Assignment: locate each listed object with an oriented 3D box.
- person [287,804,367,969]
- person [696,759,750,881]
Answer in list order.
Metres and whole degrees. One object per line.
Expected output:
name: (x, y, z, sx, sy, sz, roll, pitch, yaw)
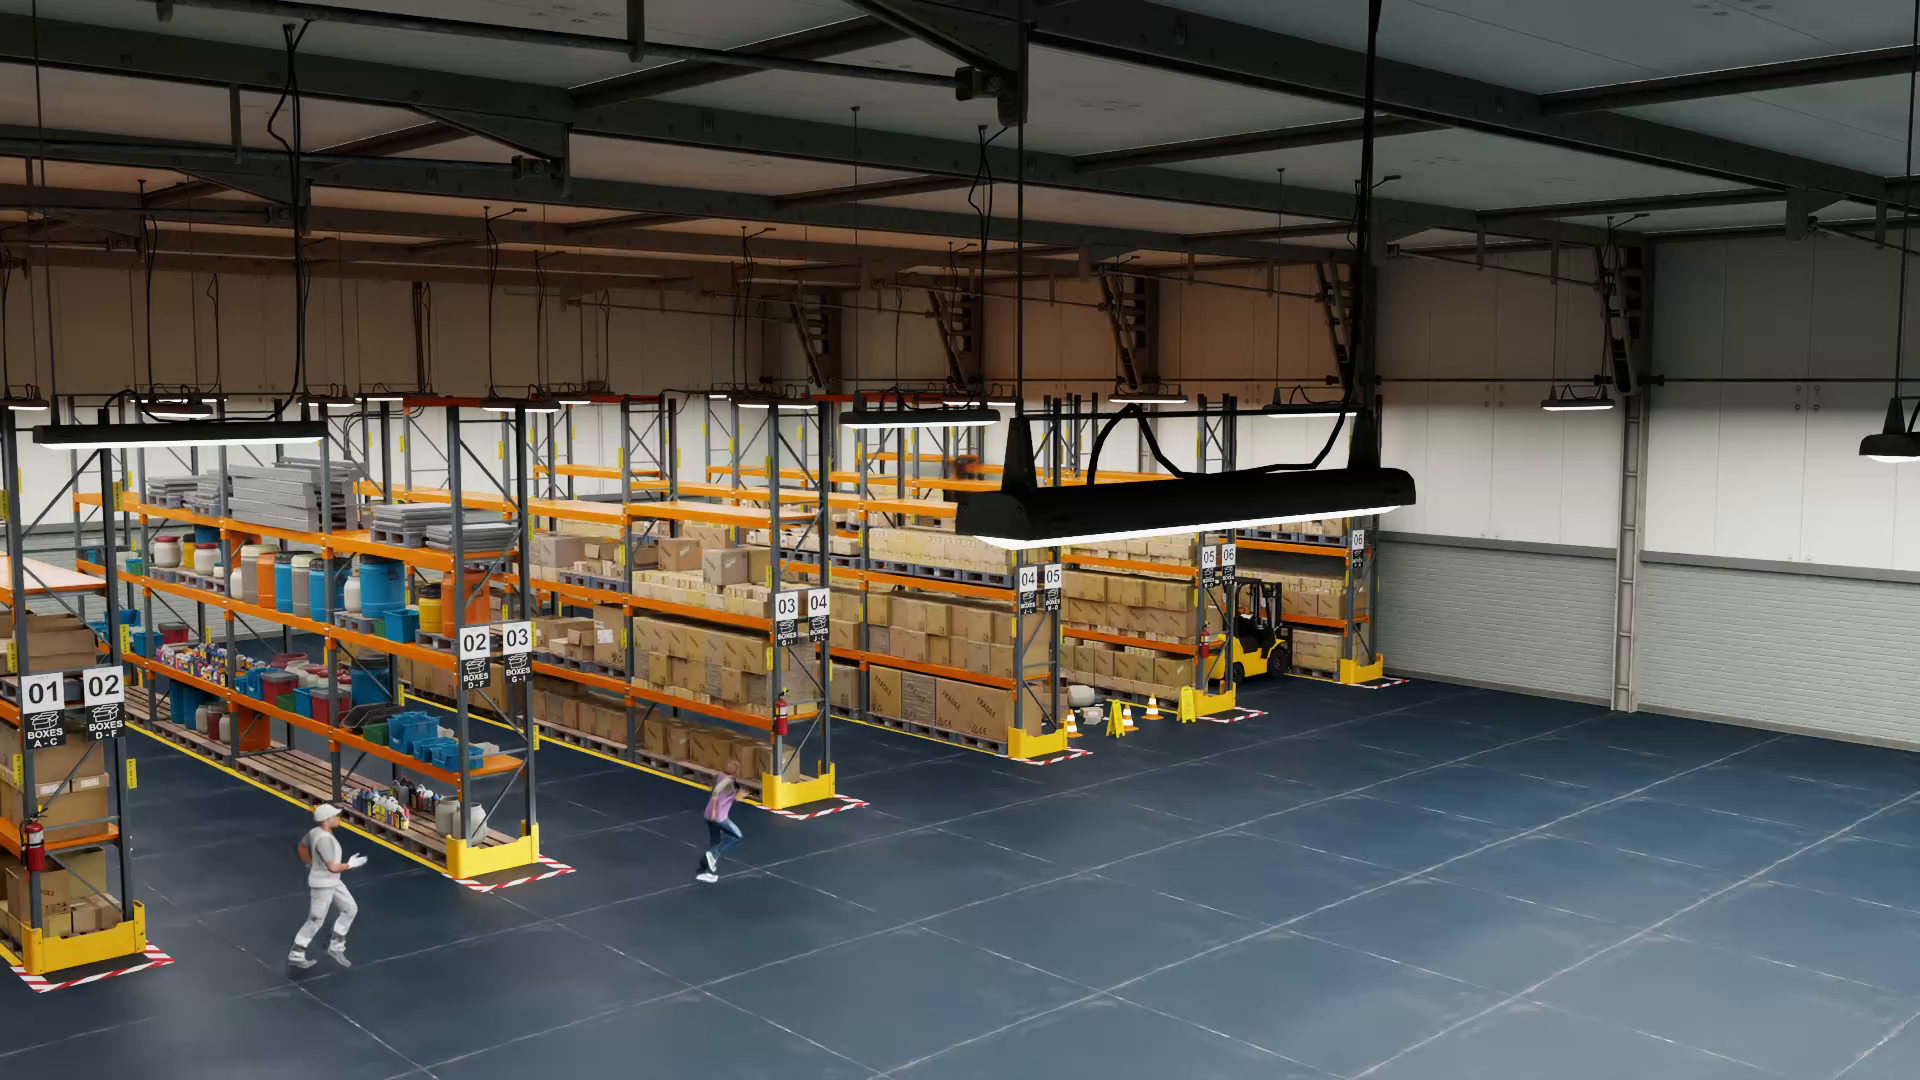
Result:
person: (-6.778, 3.723, 17.805, 0.842, 1.829, 0.632, -2, 6, -15)
person: (-2.999, 3.552, 21.038, 0.736, 1.496, 0.542, -3, 6, -25)
